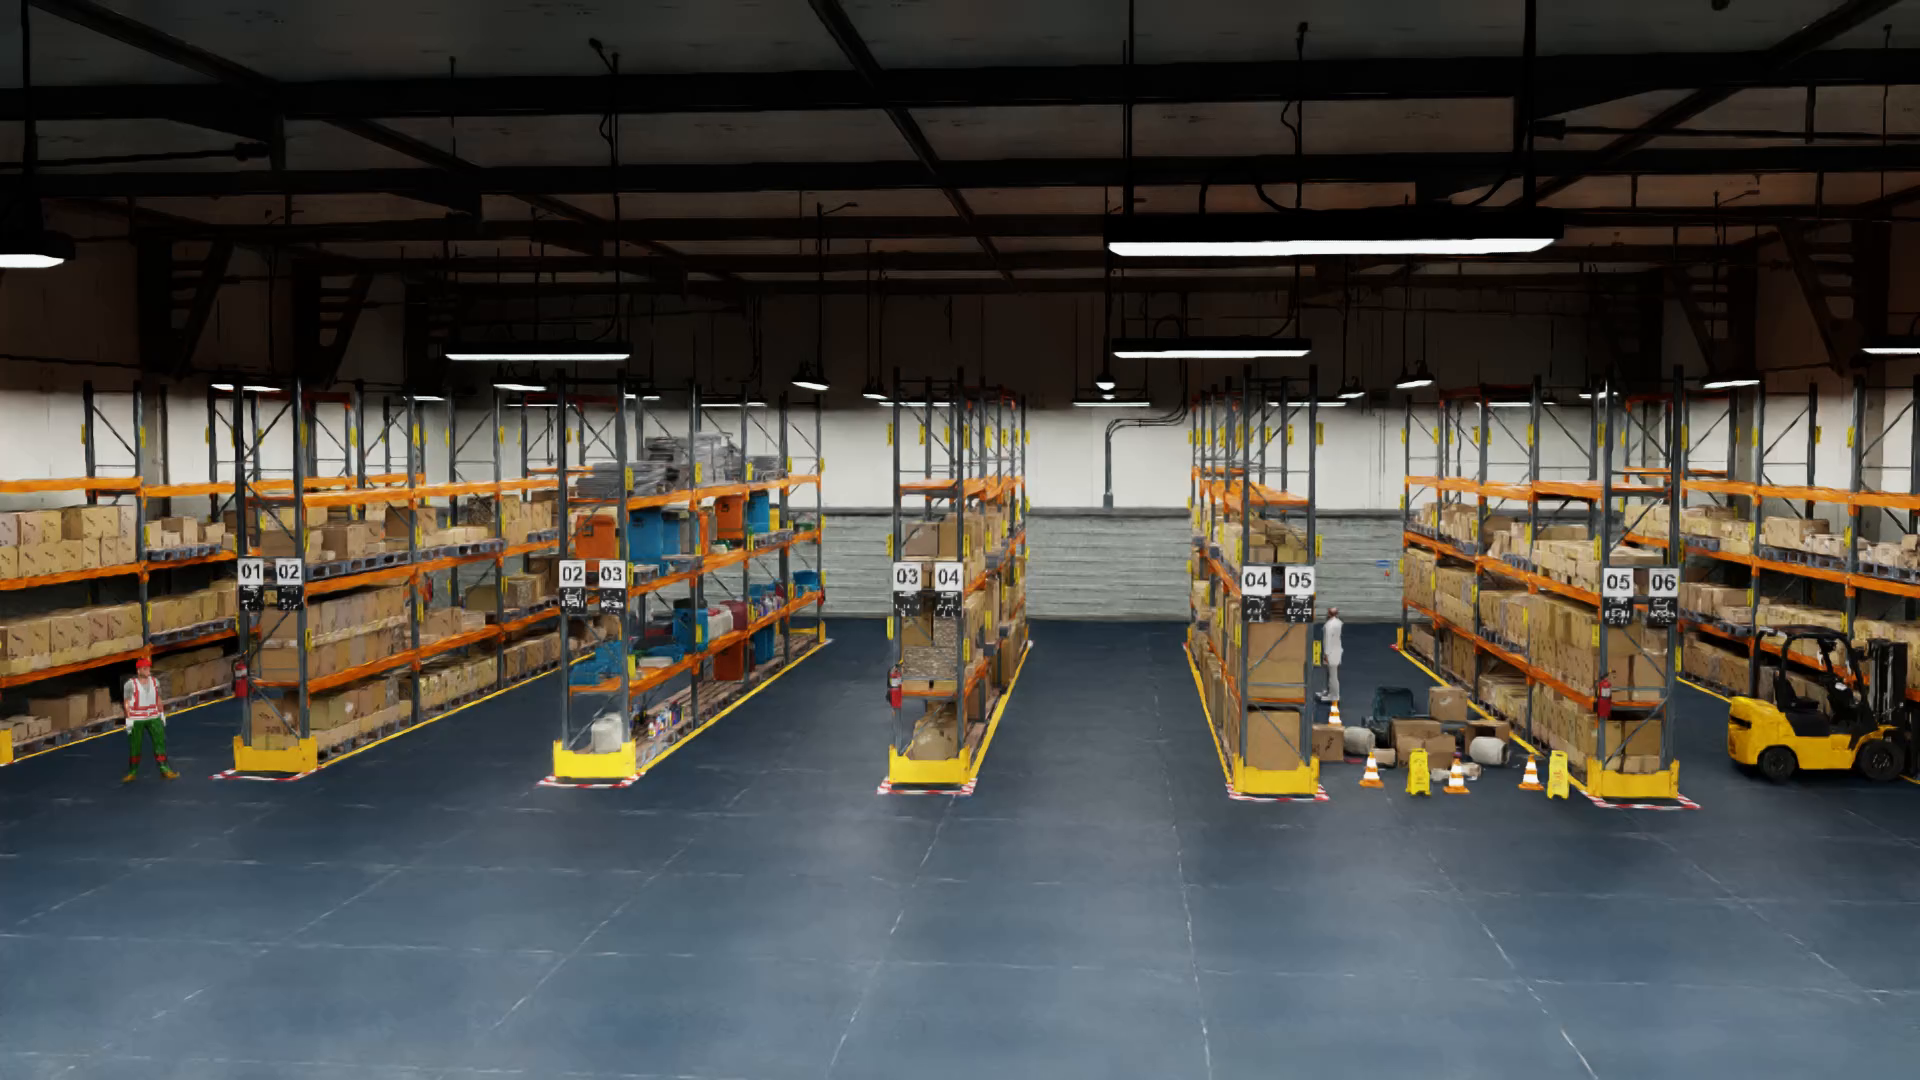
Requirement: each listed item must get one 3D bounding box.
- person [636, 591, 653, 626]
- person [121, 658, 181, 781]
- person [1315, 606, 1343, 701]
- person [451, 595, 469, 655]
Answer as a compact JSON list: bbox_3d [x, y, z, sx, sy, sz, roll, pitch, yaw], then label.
[{"bbox_3d":[-7.199,1.838,37.911,0.522,1.591,0.523,2,4,34],"label":"person"},{"bbox_3d":[-11.808,2.595,24.164,0.532,1.785,0.716,3,5,44],"label":"person"},{"bbox_3d":[7.004,2.137,31.545,0.556,1.781,0.631,3,4,35],"label":"person"},{"bbox_3d":[-10.767,1.973,35.992,0.592,1.604,0.513,0,4,3],"label":"person"}]
